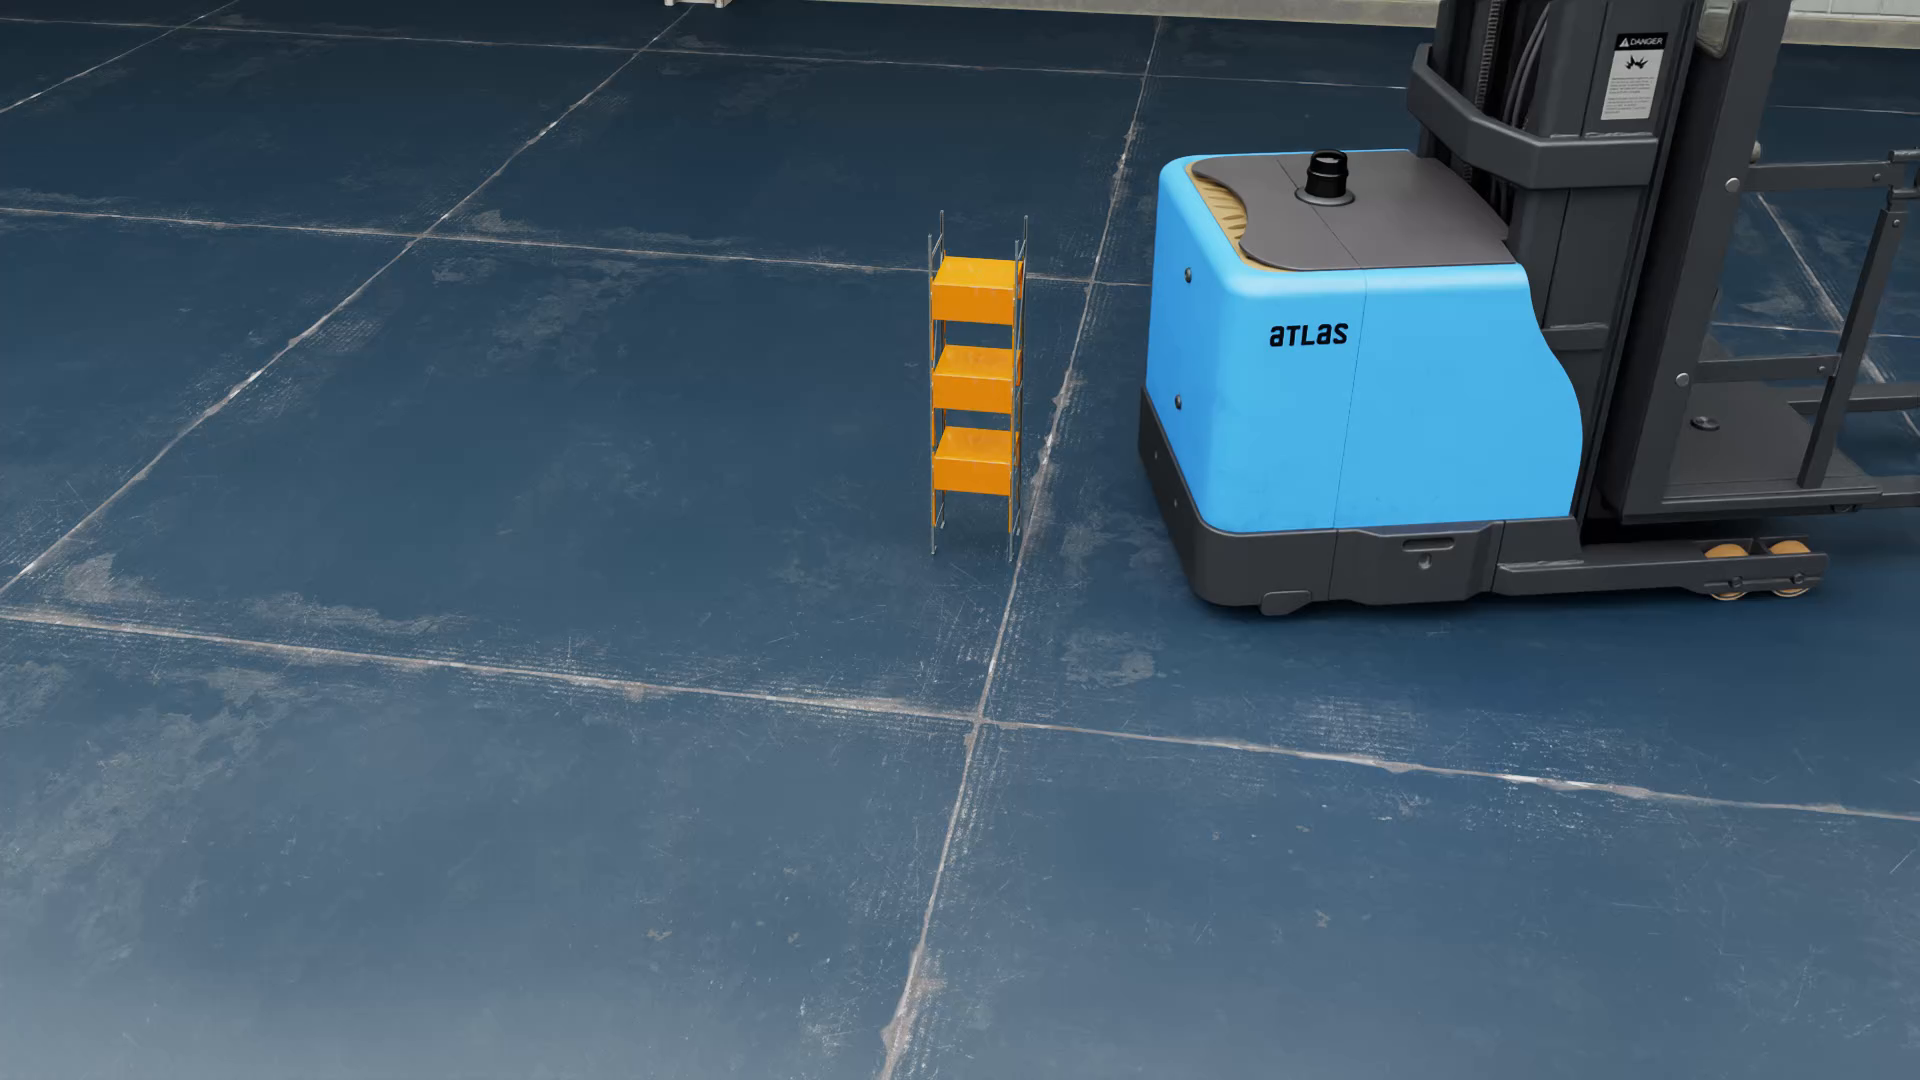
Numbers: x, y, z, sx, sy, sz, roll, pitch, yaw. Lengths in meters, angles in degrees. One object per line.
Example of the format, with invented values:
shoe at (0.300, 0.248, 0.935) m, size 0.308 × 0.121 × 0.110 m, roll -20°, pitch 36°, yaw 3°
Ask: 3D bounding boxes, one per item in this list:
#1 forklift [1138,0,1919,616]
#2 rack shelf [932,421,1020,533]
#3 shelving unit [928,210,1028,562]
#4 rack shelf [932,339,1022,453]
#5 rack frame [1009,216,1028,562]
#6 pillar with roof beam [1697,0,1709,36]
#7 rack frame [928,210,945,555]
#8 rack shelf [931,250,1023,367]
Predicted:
forklift at (2.148, -1.340, 4.628) m, size 3.031 × 2.935 × 1.130 m, roll -3°, pitch 32°, yaw -5°
rack shelf at (0.053, -0.196, 5.117) m, size 0.240 × 0.259 × 0.215 m, roll 5°, pitch 32°, yaw 8°
shelving unit at (0.053, -0.440, 4.964) m, size 0.252 × 1.050 × 0.215 m, roll 5°, pitch 32°, yaw 8°
rack shelf at (0.053, -0.431, 4.969) m, size 0.240 × 0.259 × 0.215 m, roll 5°, pitch 32°, yaw 8°
rack frame at (0.173, -0.429, 4.946) m, size 0.008 × 1.050 × 0.200 m, roll 5°, pitch 32°, yaw 8°
pillar with roof beam at (3.491, -4.568, 4.066) m, size 0.400 × 9.000 × 9.100 m, roll 5°, pitch 32°, yaw 8°
rack frame at (-0.068, -0.451, 4.981) m, size 0.008 × 1.050 × 0.200 m, roll 5°, pitch 32°, yaw 8°
rack shelf at (0.053, -0.672, 4.819) m, size 0.240 × 0.259 × 0.215 m, roll 5°, pitch 32°, yaw 8°
